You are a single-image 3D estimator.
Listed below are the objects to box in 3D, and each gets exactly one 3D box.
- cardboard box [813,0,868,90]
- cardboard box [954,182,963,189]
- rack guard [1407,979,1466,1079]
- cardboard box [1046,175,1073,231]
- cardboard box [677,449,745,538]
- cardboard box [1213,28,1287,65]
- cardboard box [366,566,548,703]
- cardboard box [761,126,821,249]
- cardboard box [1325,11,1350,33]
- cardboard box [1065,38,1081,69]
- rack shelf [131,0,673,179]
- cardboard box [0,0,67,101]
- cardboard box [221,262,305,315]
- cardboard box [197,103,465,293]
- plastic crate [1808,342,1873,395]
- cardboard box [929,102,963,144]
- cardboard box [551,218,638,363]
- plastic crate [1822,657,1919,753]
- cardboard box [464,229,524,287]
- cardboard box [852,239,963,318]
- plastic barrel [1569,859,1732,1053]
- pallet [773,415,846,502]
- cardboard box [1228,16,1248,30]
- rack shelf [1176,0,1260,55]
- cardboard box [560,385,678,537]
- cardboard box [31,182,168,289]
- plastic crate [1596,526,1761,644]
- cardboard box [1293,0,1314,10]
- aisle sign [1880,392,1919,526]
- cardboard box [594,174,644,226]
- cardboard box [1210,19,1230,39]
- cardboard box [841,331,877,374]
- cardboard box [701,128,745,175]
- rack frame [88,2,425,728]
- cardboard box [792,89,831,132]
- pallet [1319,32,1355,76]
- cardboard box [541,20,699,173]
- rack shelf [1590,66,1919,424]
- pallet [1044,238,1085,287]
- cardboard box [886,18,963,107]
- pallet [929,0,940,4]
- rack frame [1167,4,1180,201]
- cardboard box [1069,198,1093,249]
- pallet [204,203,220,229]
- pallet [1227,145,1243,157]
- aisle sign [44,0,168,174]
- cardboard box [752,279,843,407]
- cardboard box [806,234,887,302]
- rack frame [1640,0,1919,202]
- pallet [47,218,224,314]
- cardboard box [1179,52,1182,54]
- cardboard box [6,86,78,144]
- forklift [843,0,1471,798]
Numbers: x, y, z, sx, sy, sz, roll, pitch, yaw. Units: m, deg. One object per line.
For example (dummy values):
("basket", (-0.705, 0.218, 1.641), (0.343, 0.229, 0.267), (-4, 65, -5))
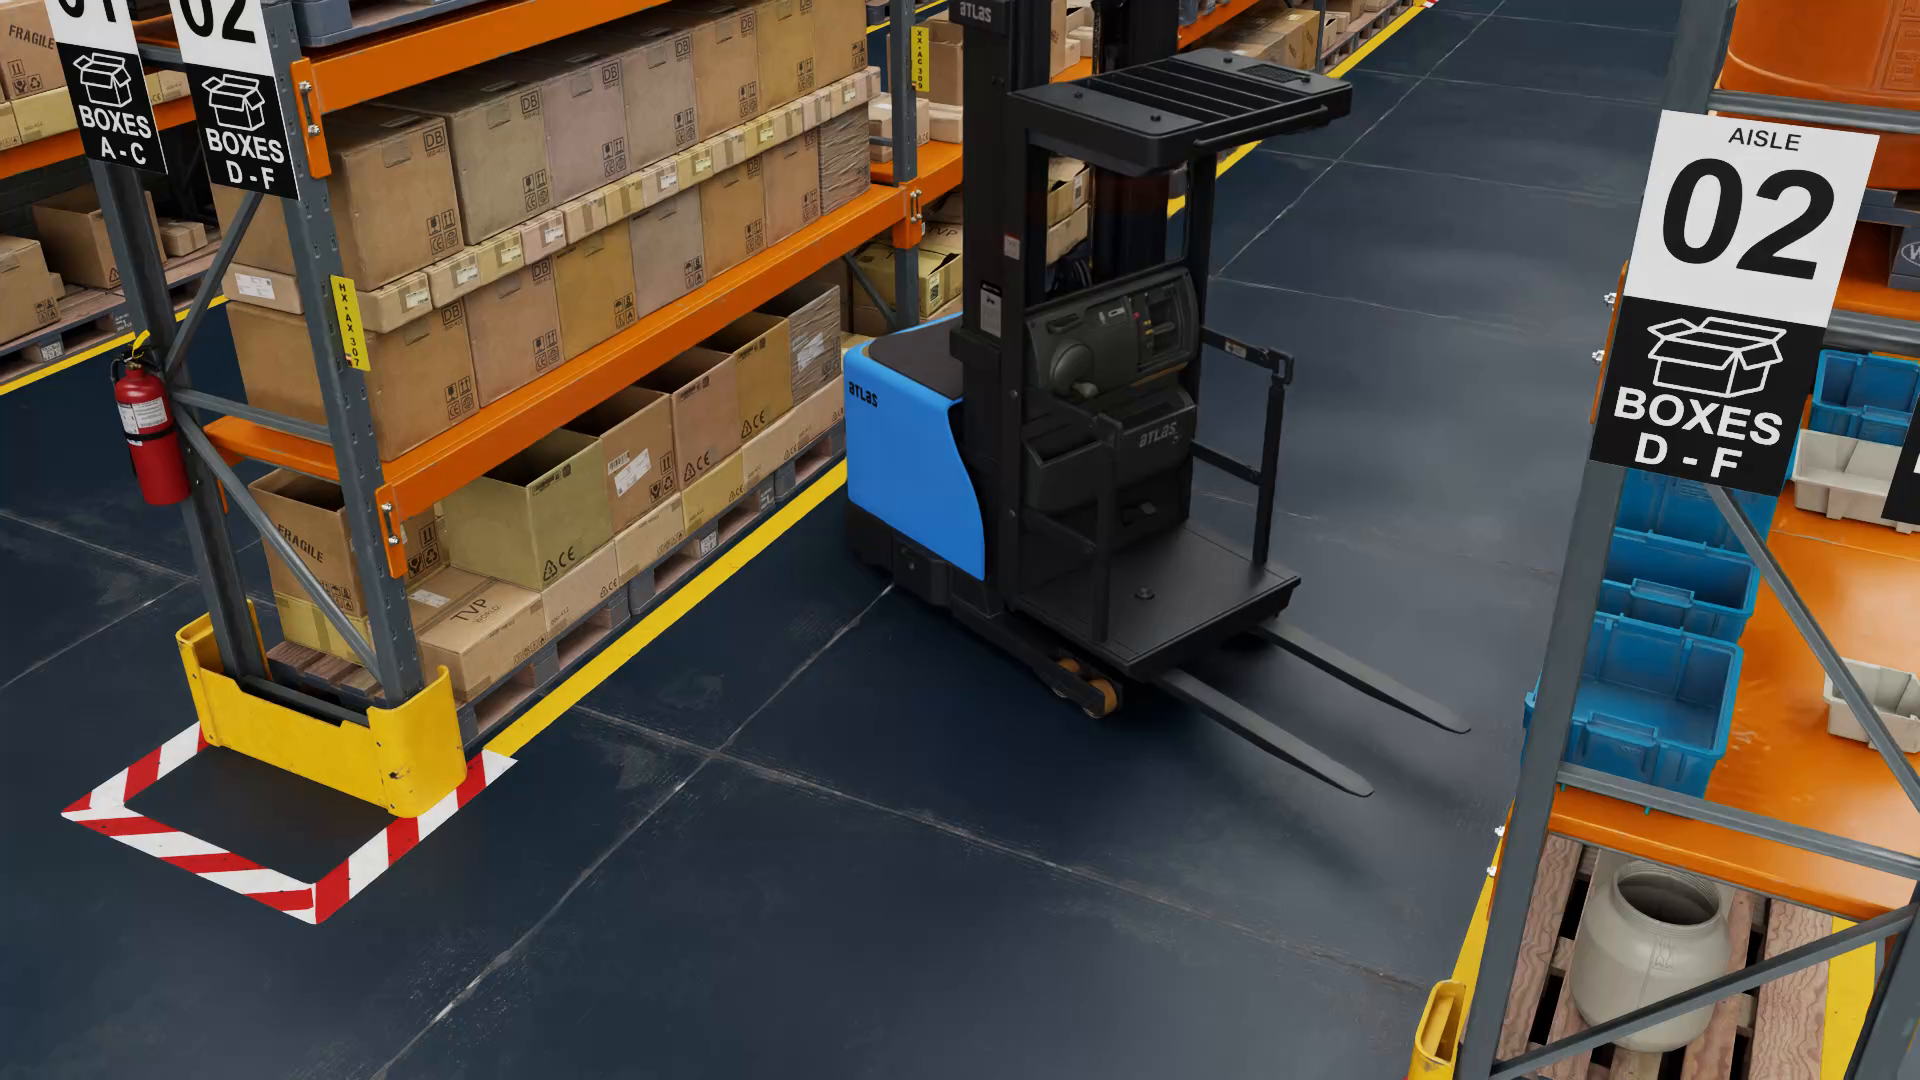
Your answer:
("cardboard box", (-0.898, -2.621, 8.399), (0.700, 0.500, 0.500), (14, 33, 24))
("cardboard box", (-0.079, -2.366, 11.133), (0.500, 0.311, 0.500), (14, 33, 23))
("rack guard", (1.877, 1.725, 4.744), (1.175, 0.500, 0.348), (14, 33, 23))
("cardboard box", (0.407, -2.255, 10.941), (0.500, 0.311, 0.500), (15, 33, 25))
("cardboard box", (-1.397, -0.282, 8.068), (0.500, 0.250, 0.500), (14, 33, 23))
("cardboard box", (2.511, -4.143, 14.521), (0.500, 0.500, 0.500), (15, 33, 24))
("cardboard box", (-2.082, 0.383, 6.910), (0.500, 0.250, 0.500), (14, 33, 23))
("cardboard box", (-1.133, -1.823, 8.312), (0.700, 0.500, 0.500), (14, 33, 23))
("cardboard box", (3.711, -5.245, 16.774), (0.380, 0.166, 0.250), (14, 33, 23))
("cardboard box", (0.590, -3.300, 11.236), (0.380, 0.149, 0.250), (17, 34, 27))
("rack shelf", (-1.613, -2.316, 6.980), (1.077, 0.370, 4.000), (14, 33, 23))
("cardboard box", (-5.515, -2.881, 9.633), (0.500, 0.500, 0.500), (13, 32, 22))
("cardboard box", (-2.520, -0.977, 6.188), (0.380, 0.149, 0.250), (14, 33, 22))
("cardboard box", (-2.276, -1.274, 6.052), (0.700, 0.500, 0.500), (14, 33, 23))
("plastic crate", (3.354, -0.858, 6.794), (0.767, 0.338, 0.504), (14, 33, 23))
("cardboard box", (-0.116, -2.451, 9.758), (0.380, 0.149, 0.250), (14, 33, 23))
("cardboard box", (-1.834, -1.140, 7.123), (0.700, 0.500, 0.500), (15, 33, 24))
("plastic crate", (2.578, 0.476, 4.674), (0.298, 0.136, 0.250), (14, 33, 23))
("cardboard box", (-1.921, -1.118, 6.433), (0.380, 0.149, 0.250), (14, 33, 23))
("cardboard box", (-0.292, -1.573, 9.753), (0.500, 0.311, 0.500), (14, 33, 23))
("plastic barrel", (2.116, 1.273, 5.098), (0.421, 0.512, 0.421), (0, 30, 0))
("pallet", (-1.101, -0.661, 9.189), (1.003, 0.211, 1.213), (14, 33, 23))
("cardboard box", (2.272, -4.468, 15.088), (0.500, 0.500, 0.500), (15, 33, 24))
("rack shelf", (2.031, -4.561, 13.903), (1.077, 0.370, 4.000), (14, 33, 23))
("cardboard box", (-1.639, -0.389, 7.502), (0.500, 0.500, 0.500), (14, 33, 23))
("cardboard box", (-5.551, -1.973, 10.742), (0.500, 0.500, 0.500), (12, 32, 20))
("plastic crate", (2.146, 0.173, 5.085), (0.499, 0.251, 0.408), (14, 33, 23))
("cardboard box", (3.291, -5.434, 16.959), (0.500, 0.311, 0.500), (14, 33, 23))
("aisle sign", (2.112, -0.344, 3.226), (0.394, 0.787, 0.004), (14, 33, 23))
("cardboard box", (-1.569, -1.461, 7.031), (0.380, 0.149, 0.250), (14, 33, 23))
("cardboard box", (2.050, -4.589, 14.545), (0.500, 0.250, 0.500), (14, 33, 23))
("cardboard box", (-0.719, -0.948, 9.228), (0.500, 0.250, 0.500), (14, 33, 23))
("cardboard box", (-1.215, -1.806, 7.632), (0.380, 0.149, 0.250), (15, 33, 25))
("rack frame", (-2.524, -0.440, 6.004), (1.000, 3.000, 0.127), (14, 33, 23))
("cardboard box", (-0.866, -2.143, 8.218), (0.380, 0.149, 0.250), (13, 32, 22))
("pallet", (3.256, -4.855, 16.492), (1.003, 0.211, 1.213), (14, 33, 23))
("cardboard box", (-1.584, -1.954, 7.237), (0.700, 0.500, 0.500), (14, 33, 23))
("rack shelf", (2.795, -1.190, 5.021), (1.077, 0.370, 4.000), (14, 33, 23))
("pallet", (0.154, -1.882, 11.316), (1.003, 0.211, 1.213), (14, 33, 23))
("cardboard box", (-0.097, -2.827, 10.060), (0.500, 0.500, 0.500), (17, 34, 27))
("pallet", (-0.498, -6.535, 19.418), (1.003, 0.211, 1.213), (14, 33, 23))
("rack frame", (1.120, -3.987, 12.180), (1.000, 3.000, 0.127), (14, 33, 23))
("cardboard box", (0.634, -2.236, 11.471), (0.500, 0.250, 0.500), (15, 33, 24))
("pallet", (-4.760, -2.472, 12.342), (1.003, 0.211, 1.213), (14, 33, 23))
("pallet", (2.051, -3.639, 14.374), (1.003, 0.211, 1.213), (14, 33, 23))
("aisle sign", (-2.815, -1.605, 5.422), (0.394, 0.787, 0.004), (14, 33, 23))
("cardboard box", (-0.957, -1.054, 8.660), (0.500, 0.500, 0.500), (14, 33, 23))
("cardboard box", (-0.773, -1.691, 9.959), (0.500, 0.311, 0.500), (14, 33, 23))
("rack frame", (1.884, -1.916, 2.551), (1.000, 3.000, 0.127), (14, 33, 23))
("pallet", (-5.388, -1.820, 11.208), (1.003, 0.211, 1.213), (14, 33, 23))
("cardboard box", (1.574, -3.791, 13.907), (0.500, 0.500, 0.500), (13, 32, 22))
("cardboard box", (-5.509, -2.555, 9.817), (0.500, 0.250, 0.500), (14, 33, 23))
("forklift", (0.778, -0.811, 6.718), (1.130, 2.935, 3.031), (-23, 37, -34))
